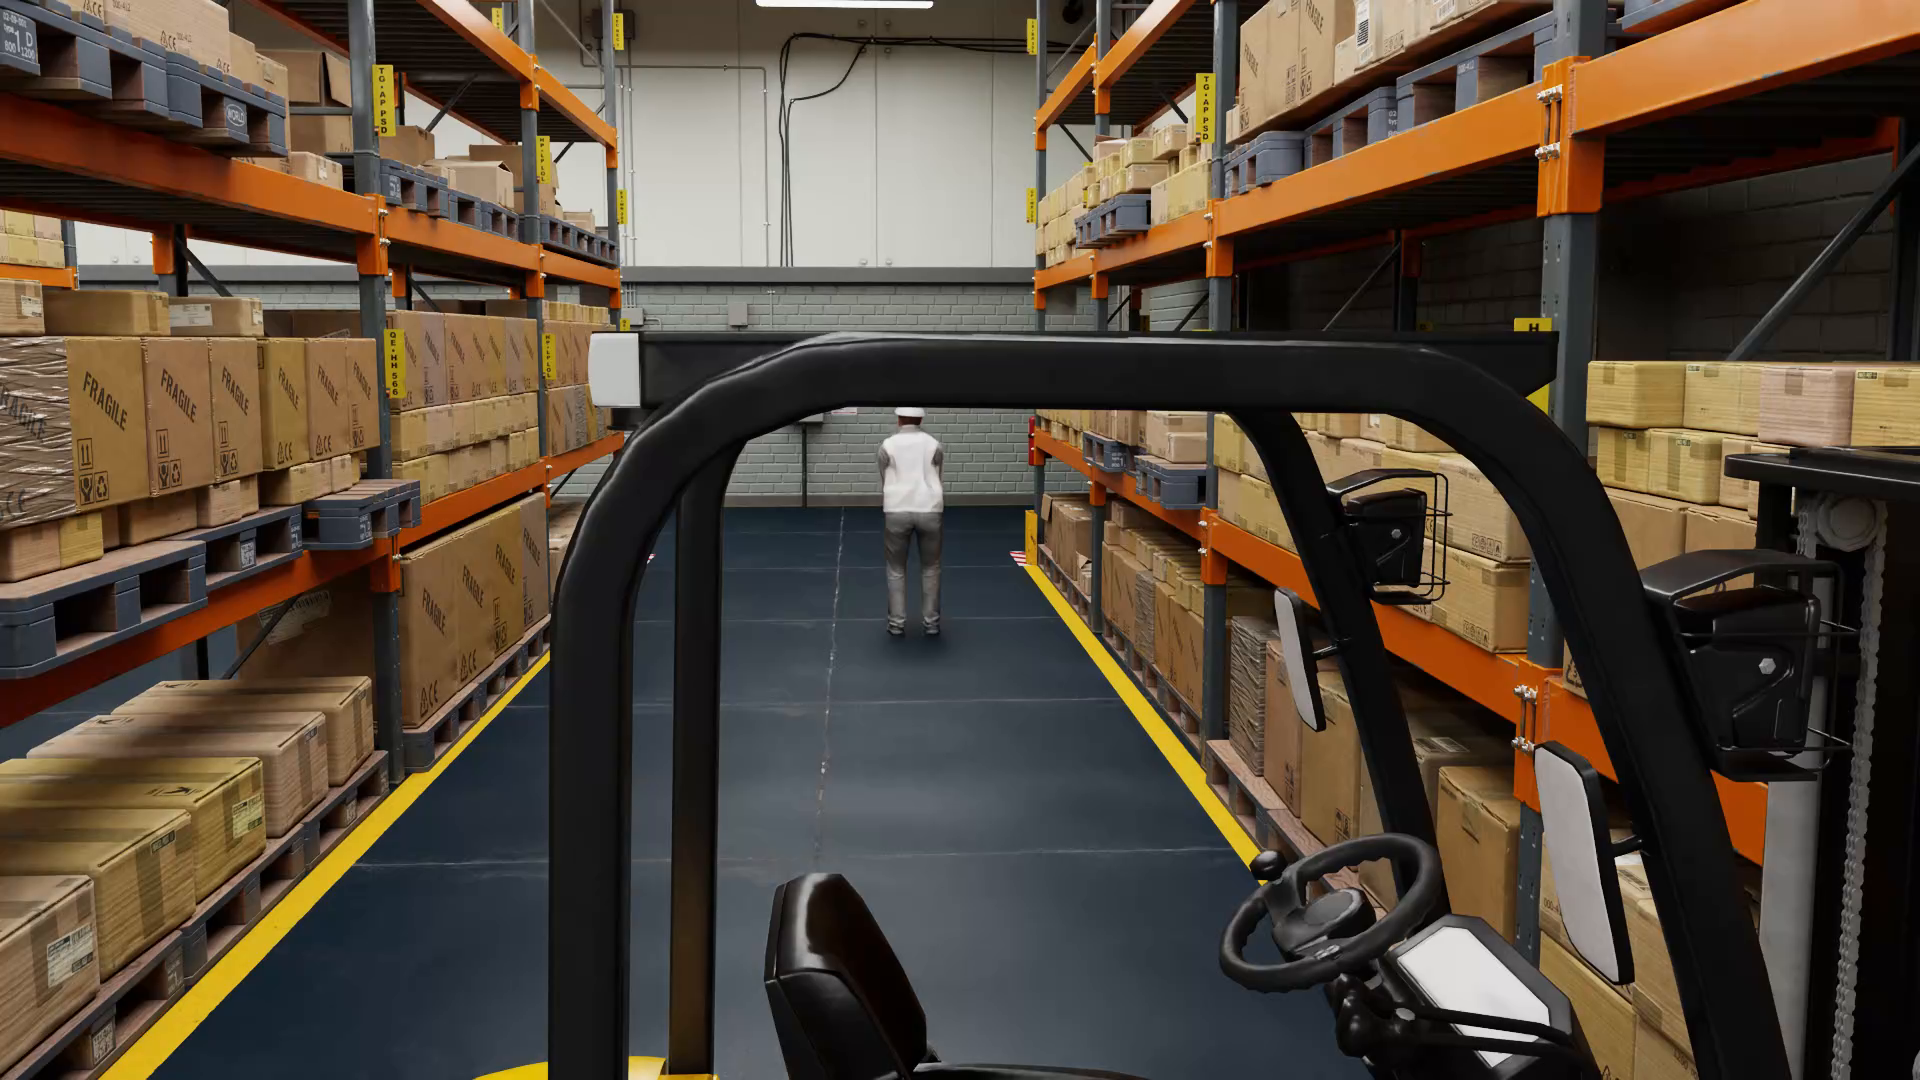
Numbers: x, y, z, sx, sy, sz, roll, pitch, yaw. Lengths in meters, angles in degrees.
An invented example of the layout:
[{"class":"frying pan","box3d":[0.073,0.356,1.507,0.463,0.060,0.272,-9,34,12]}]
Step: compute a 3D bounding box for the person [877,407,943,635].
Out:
[{"class":"person","box3d":[-0.356,-0.196,12.331,0.455,1.765,0.576,-1,7,-5]}]
